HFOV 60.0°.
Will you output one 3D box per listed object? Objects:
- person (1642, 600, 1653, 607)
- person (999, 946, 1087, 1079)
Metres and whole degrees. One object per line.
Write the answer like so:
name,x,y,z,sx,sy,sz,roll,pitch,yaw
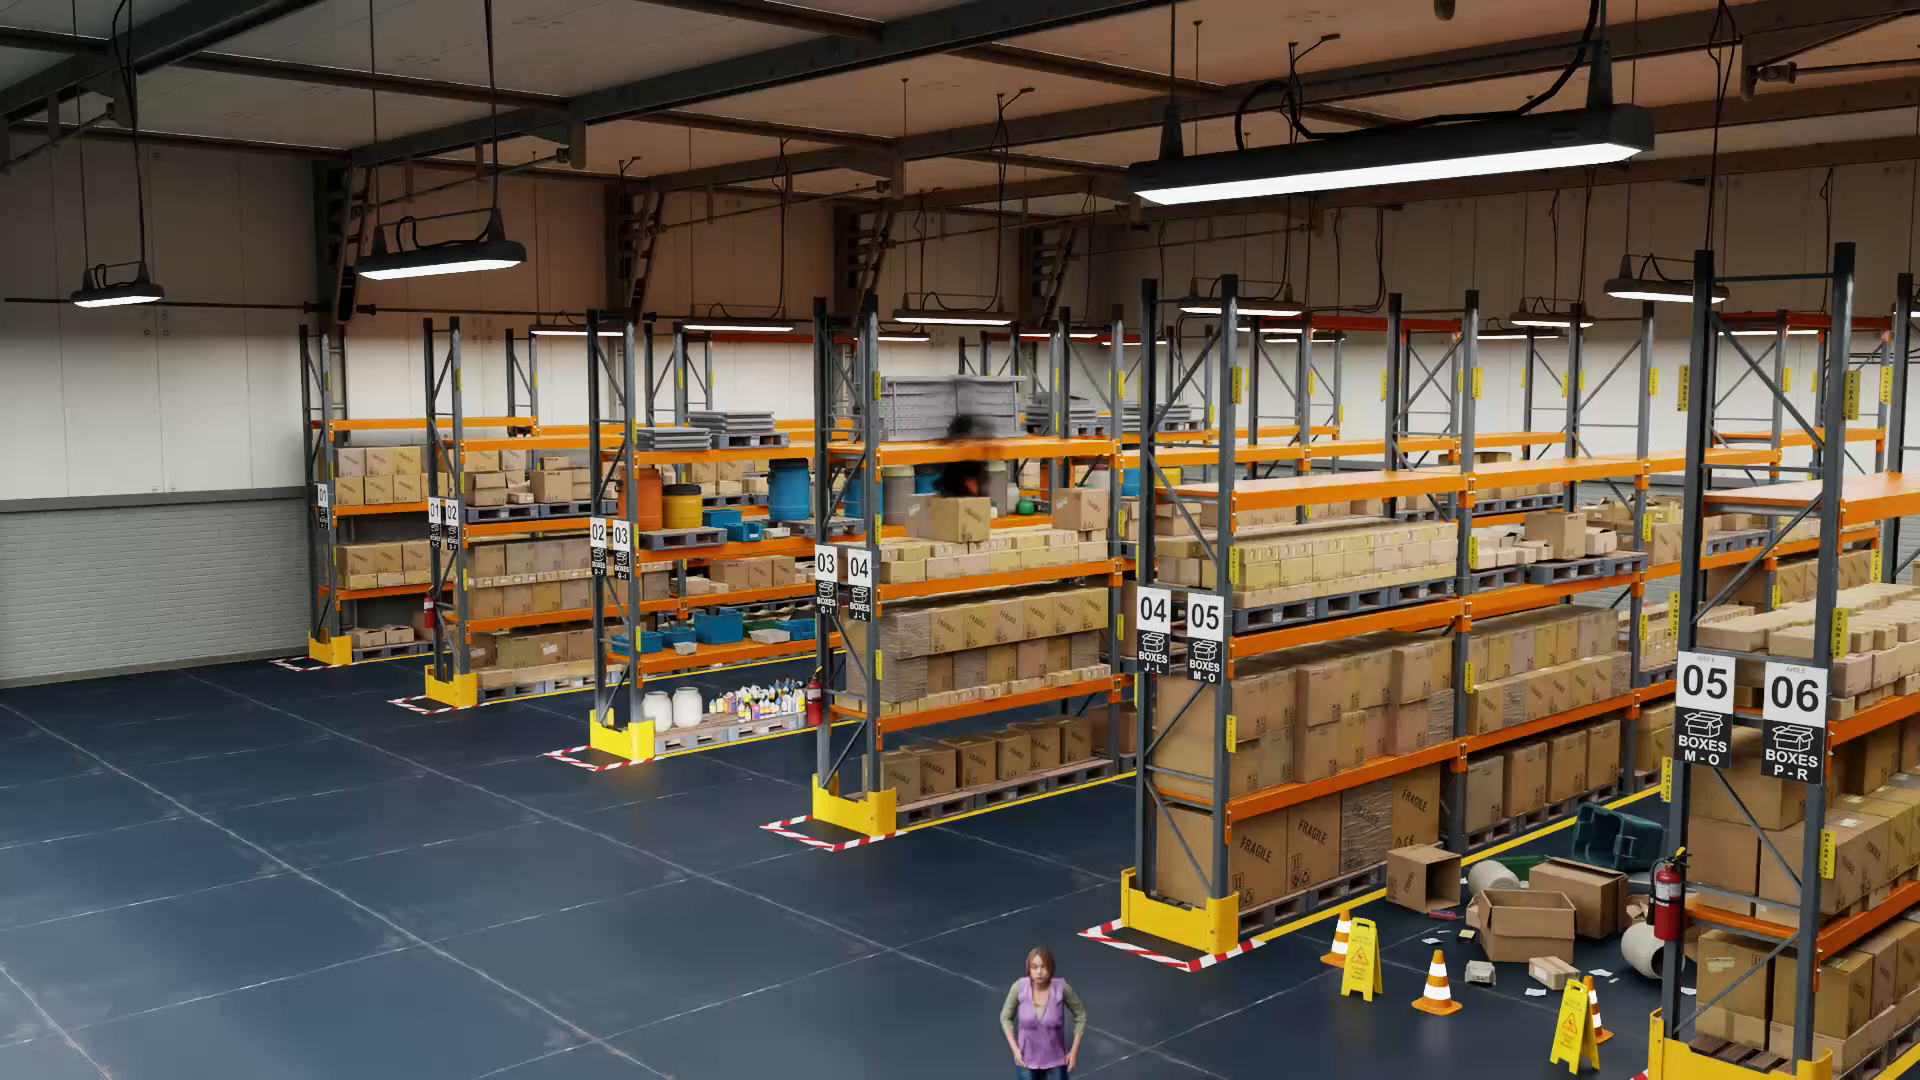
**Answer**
person,10.506,1.790,25.434,0.743,1.609,0.683,-4,7,-36
person,0.526,3.333,10.630,0.553,1.558,0.534,1,6,8
